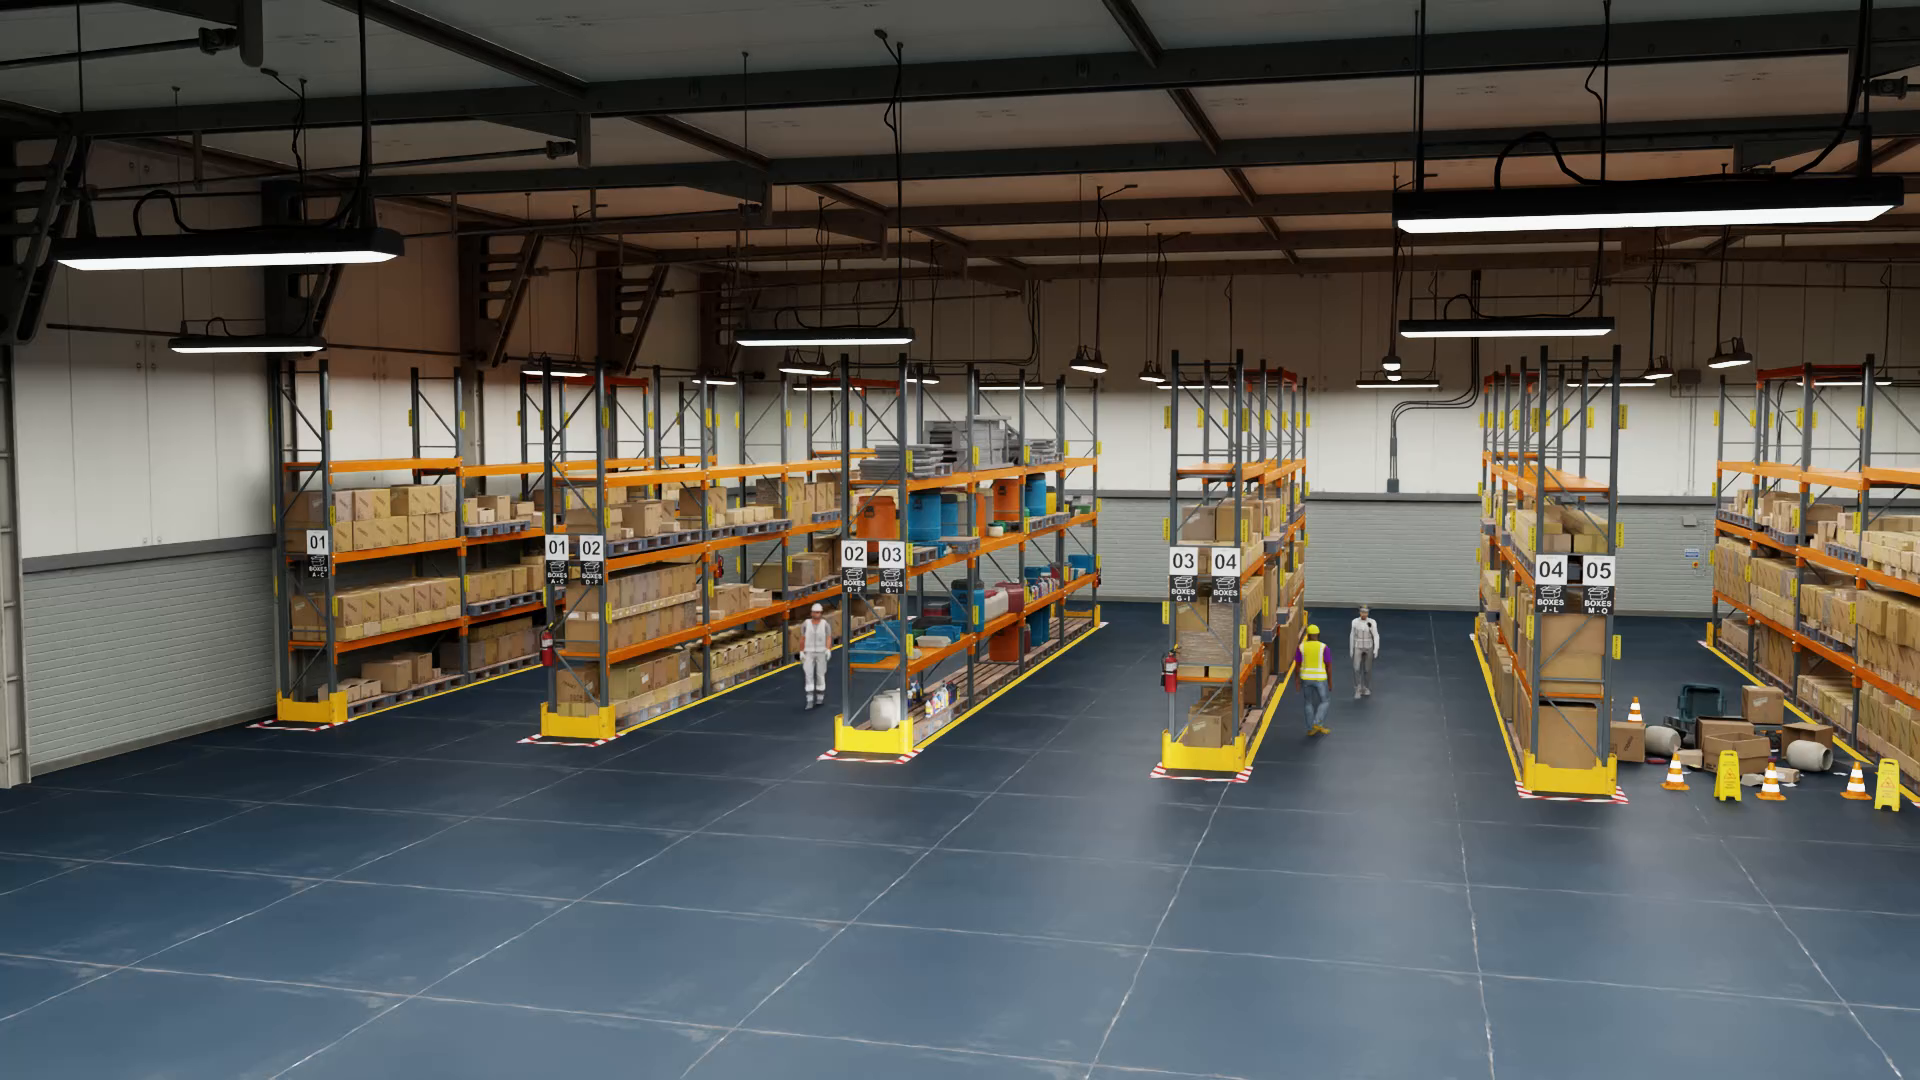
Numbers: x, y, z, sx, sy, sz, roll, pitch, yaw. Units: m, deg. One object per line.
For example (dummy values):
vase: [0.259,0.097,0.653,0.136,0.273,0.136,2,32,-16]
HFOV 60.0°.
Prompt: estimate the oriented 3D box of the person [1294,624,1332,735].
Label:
person: [5.612,2.228,26.427,0.595,1.767,0.547,2,4,22]

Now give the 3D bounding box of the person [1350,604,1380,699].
person: [7.327,2.024,30.134,0.528,1.719,0.516,1,4,16]

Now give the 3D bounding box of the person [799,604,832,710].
person: [-2.518,2.030,29.062,0.562,1.804,0.671,-1,4,-8]
